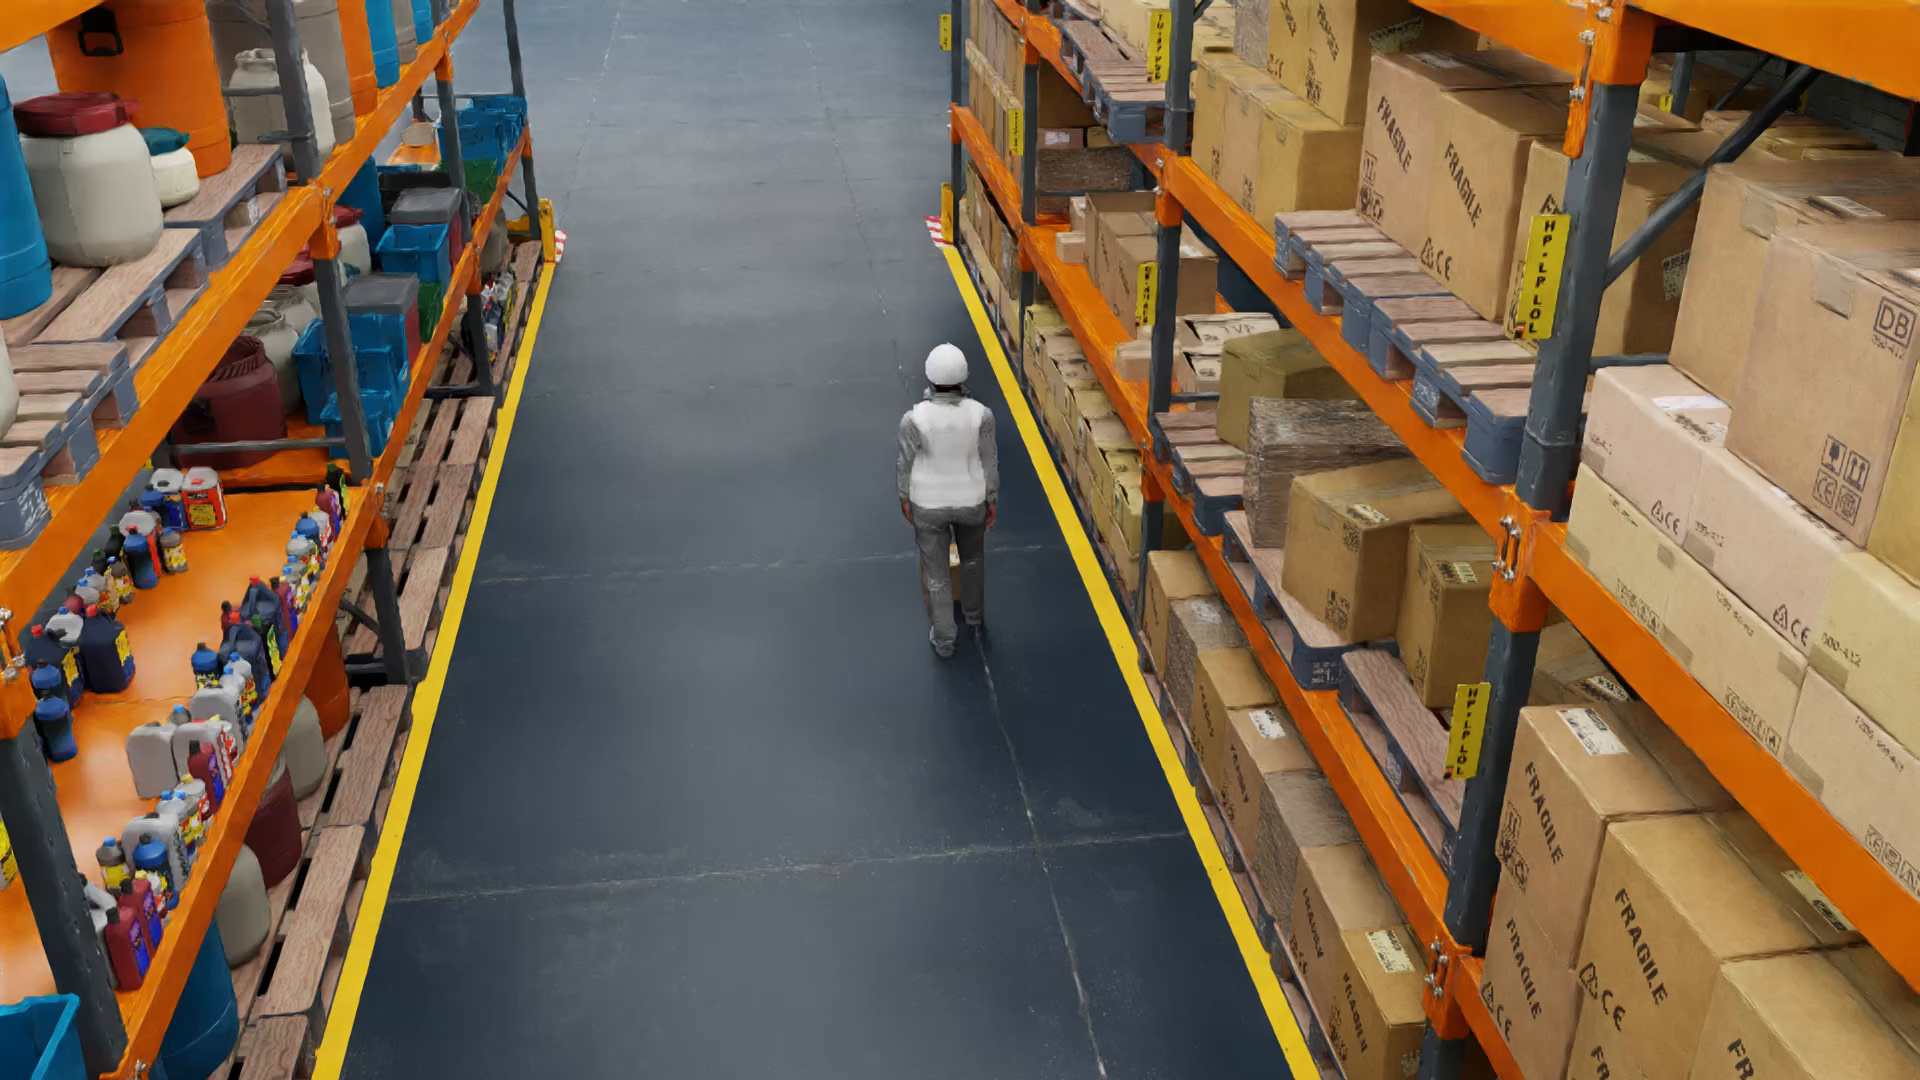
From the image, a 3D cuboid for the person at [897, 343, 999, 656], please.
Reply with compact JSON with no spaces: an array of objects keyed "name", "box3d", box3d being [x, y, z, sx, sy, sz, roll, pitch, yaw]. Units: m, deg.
[{"name":"person","box3d":[-0.083,-0.264,9.093,0.540,1.766,0.608,-5,27,-11]}]
